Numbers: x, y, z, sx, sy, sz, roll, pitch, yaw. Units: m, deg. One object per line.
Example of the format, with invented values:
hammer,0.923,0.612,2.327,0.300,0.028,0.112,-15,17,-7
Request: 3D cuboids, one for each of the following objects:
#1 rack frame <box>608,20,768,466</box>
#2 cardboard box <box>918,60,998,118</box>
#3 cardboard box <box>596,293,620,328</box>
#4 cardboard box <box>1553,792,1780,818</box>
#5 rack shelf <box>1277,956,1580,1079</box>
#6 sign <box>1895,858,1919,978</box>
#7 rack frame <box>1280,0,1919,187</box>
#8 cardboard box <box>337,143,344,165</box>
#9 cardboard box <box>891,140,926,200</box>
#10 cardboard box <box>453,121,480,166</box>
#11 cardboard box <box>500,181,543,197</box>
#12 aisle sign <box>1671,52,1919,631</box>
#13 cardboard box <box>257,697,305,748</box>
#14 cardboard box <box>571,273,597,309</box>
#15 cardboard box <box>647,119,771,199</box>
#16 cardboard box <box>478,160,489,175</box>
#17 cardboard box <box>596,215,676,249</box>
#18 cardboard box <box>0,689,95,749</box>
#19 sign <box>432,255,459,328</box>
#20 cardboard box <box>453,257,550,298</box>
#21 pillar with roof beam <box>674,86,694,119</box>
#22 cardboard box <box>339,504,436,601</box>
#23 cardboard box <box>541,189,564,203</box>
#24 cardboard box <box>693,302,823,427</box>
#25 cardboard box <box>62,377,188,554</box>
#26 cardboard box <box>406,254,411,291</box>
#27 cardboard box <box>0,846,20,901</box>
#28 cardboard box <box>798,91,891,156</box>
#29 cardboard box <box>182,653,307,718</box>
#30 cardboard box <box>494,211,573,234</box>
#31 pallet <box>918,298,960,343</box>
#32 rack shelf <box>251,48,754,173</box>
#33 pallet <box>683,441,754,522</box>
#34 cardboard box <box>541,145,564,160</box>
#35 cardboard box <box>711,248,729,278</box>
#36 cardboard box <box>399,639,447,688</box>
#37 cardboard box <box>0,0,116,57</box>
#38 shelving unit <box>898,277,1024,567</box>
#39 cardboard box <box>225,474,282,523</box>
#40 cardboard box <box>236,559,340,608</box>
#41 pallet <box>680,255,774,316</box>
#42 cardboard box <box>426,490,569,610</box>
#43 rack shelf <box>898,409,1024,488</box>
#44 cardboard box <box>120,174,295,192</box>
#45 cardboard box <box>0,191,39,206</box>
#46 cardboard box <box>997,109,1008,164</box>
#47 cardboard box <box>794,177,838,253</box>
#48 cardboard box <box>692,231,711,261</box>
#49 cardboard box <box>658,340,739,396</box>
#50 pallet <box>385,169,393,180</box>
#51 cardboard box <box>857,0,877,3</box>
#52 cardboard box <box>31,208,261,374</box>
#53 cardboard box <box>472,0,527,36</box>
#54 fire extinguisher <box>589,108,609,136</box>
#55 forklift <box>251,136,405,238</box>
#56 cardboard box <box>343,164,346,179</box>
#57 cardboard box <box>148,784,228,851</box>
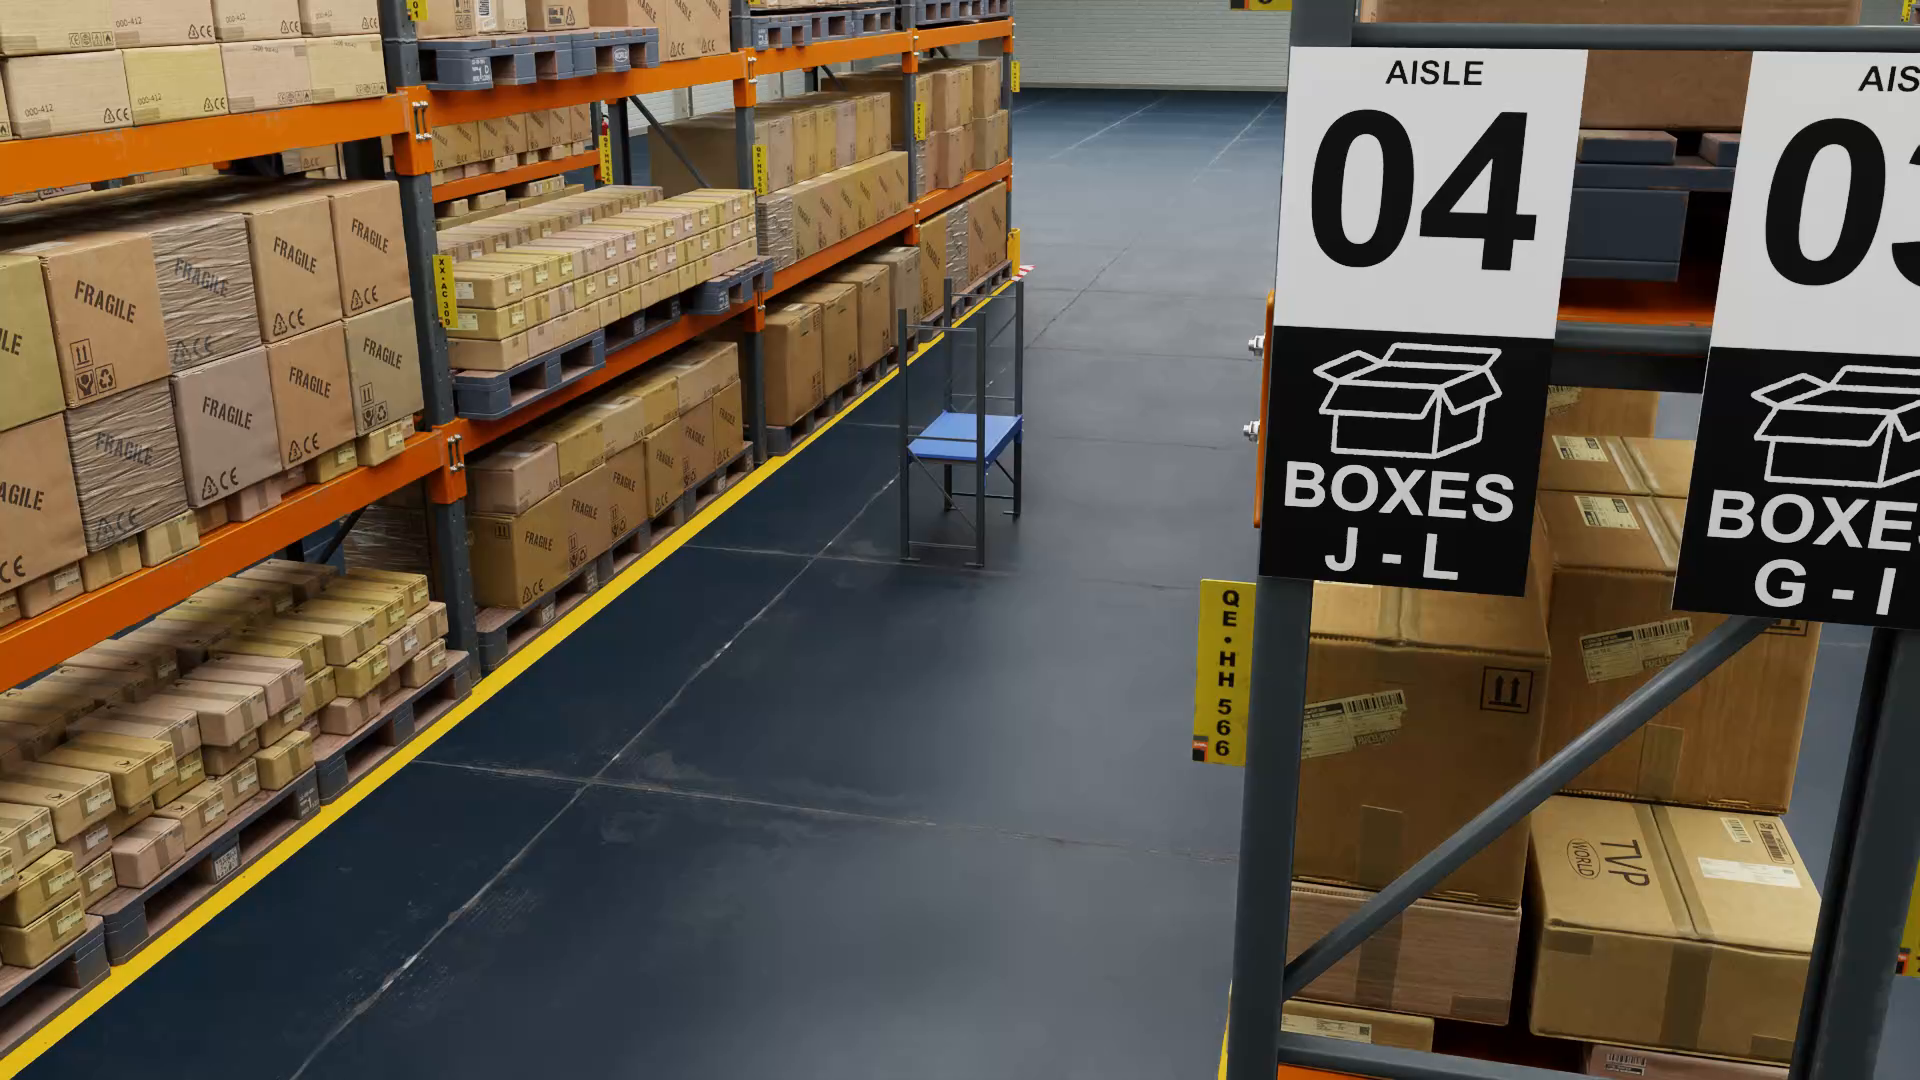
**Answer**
rack frame,-1.868,-2.002,11.408,1.000,3.000,0.127,5,19,13
cardboard box,-0.086,-4.798,17.692,0.875,0.550,0.550,5,19,13
cardboard box,-2.052,-1.239,8.913,0.380,0.149,0.250,4,19,11
cardboard box,1.462,0.567,3.660,0.500,0.250,0.500,4,19,13
rack shelf,1.451,0.643,4.779,1.077,0.370,4.000,5,19,13
sign,1.499,0.528,2.541,0.100,0.325,0.005,5,19,13
rack frame,0.963,-1.910,1.857,1.000,3.000,0.127,5,19,13
cardboard box,-5.725,-3.683,15.066,0.500,0.500,0.500,5,19,14
cardboard box,-0.812,-3.443,15.395,0.875,0.550,0.550,5,19,13
cardboard box,-5.237,-4.078,16.871,0.500,0.500,0.500,5,19,13
cardboard box,-4.836,-3.875,18.332,0.380,0.149,0.250,6,20,16
aisle sign,1.236,-0.255,2.271,0.394,0.787,0.004,5,19,13
cardboard box,-2.916,0.709,6.772,0.380,0.149,0.250,5,20,15
cardboard box,-2.116,-1.300,8.631,0.380,0.149,0.250,4,19,11
cardboard box,-1.748,-2.662,11.640,0.700,0.500,0.500,5,19,13
cardboard box,-5.151,-3.899,17.351,0.380,0.149,0.250,5,19,13
cardboard box,-1.861,-1.768,9.542,0.380,0.149,0.250,6,20,16
cardboard box,-3.537,0.700,6.338,0.380,0.149,0.250,5,19,14
sign,-2.317,-1.117,7.479,0.100,0.325,0.005,5,19,13
cardboard box,-2.241,-1.285,8.126,0.380,0.149,0.250,5,20,15
pillar with roof beam,-2.024,-13.253,35.067,9.100,9.000,0.400,5,19,13
cardboard box,-2.908,-0.016,8.811,0.500,0.500,0.500,4,19,12
cardboard box,-4.805,-3.685,18.781,0.500,0.500,0.500,5,20,15
cardboard box,-1.632,-1.320,12.241,1.050,0.750,0.750,4,19,13
cardboard box,-3.088,-0.284,5.763,0.500,0.500,0.500,4,19,12
cardboard box,-2.871,-1.335,8.274,0.380,0.149,0.250,4,19,12
cardboard box,-3.228,1.072,5.248,0.380,0.149,0.250,5,19,13
cardboard box,-1.006,-3.620,14.444,0.700,0.500,0.500,4,19,12
cardboard box,-2.873,0.582,6.684,0.380,0.149,0.250,4,19,11
cardboard box,-2.488,-1.822,9.699,0.380,0.149,0.250,5,20,15
pallet,-0.629,-2.168,16.209,1.003,0.211,1.213,5,19,13
rack shelf,-2.356,-2.454,9.204,1.077,0.370,4.000,5,19,13
pallet,-2.060,-0.437,11.142,1.003,0.211,1.213,5,19,13
cardboard box,-4.693,-4.366,18.717,0.380,0.149,0.250,5,19,14
cardboard box,-1.667,-1.732,10.358,0.380,0.149,0.250,5,19,14
cardboard box,-2.610,0.552,7.691,0.380,0.149,0.250,5,19,14
cardboard box,-3.079,-1.676,5.273,0.500,0.250,0.500,4,19,11
shelving unit,0.021,-0.736,10.023,0.538,1.500,1.048,5,19,13
cardboard box,-2.892,-0.186,6.481,0.380,0.149,0.250,4,19,11
cardboard box,-3.130,0.212,7.766,0.380,0.149,0.250,5,20,16
pallet,-1.938,-1.679,10.760,1.213,0.211,1.003,5,19,13
cardboard box,-2.407,0.025,8.690,0.500,0.500,0.500,5,20,16
rack shelf,0.021,-0.566,10.082,0.538,0.185,1.000,5,19,13
cardboard box,-3.191,-1.287,7.154,0.500,0.500,0.500,5,20,15
cardboard box,-6.682,-2.537,11.274,0.500,0.500,0.500,5,19,14
cardboard box,0.040,-4.460,18.374,0.875,0.550,0.550,5,19,13
cardboard box,-1.251,-2.486,12.671,0.500,0.500,0.500,5,19,13
cardboard box,-1.734,-1.787,10.057,0.380,0.149,0.250,5,19,14
cardboard box,-1.780,-1.137,10.934,0.500,0.250,0.500,4,19,12
pallet,-6.043,-3.296,15.493,1.003,0.211,1.213,5,19,13
cardboard box,-0.979,-4.446,13.350,0.500,0.250,0.500,4,19,13
cardboard box,-2.957,-0.919,6.075,0.500,0.500,0.500,5,20,15
cardboard box,-2.426,-2.583,7.958,0.500,0.311,0.500,4,19,13
fire extinguisher,-4.263,-4.831,19.812,0.296,0.674,0.183,5,19,13
forklift,-4.280,-2.094,11.785,1.130,2.935,3.031,1,19,4
cardboard box,-5.683,-3.347,15.084,0.380,0.149,0.250,4,19,12
cardboard box,-3.019,1.031,6.289,0.380,0.149,0.250,5,19,13
